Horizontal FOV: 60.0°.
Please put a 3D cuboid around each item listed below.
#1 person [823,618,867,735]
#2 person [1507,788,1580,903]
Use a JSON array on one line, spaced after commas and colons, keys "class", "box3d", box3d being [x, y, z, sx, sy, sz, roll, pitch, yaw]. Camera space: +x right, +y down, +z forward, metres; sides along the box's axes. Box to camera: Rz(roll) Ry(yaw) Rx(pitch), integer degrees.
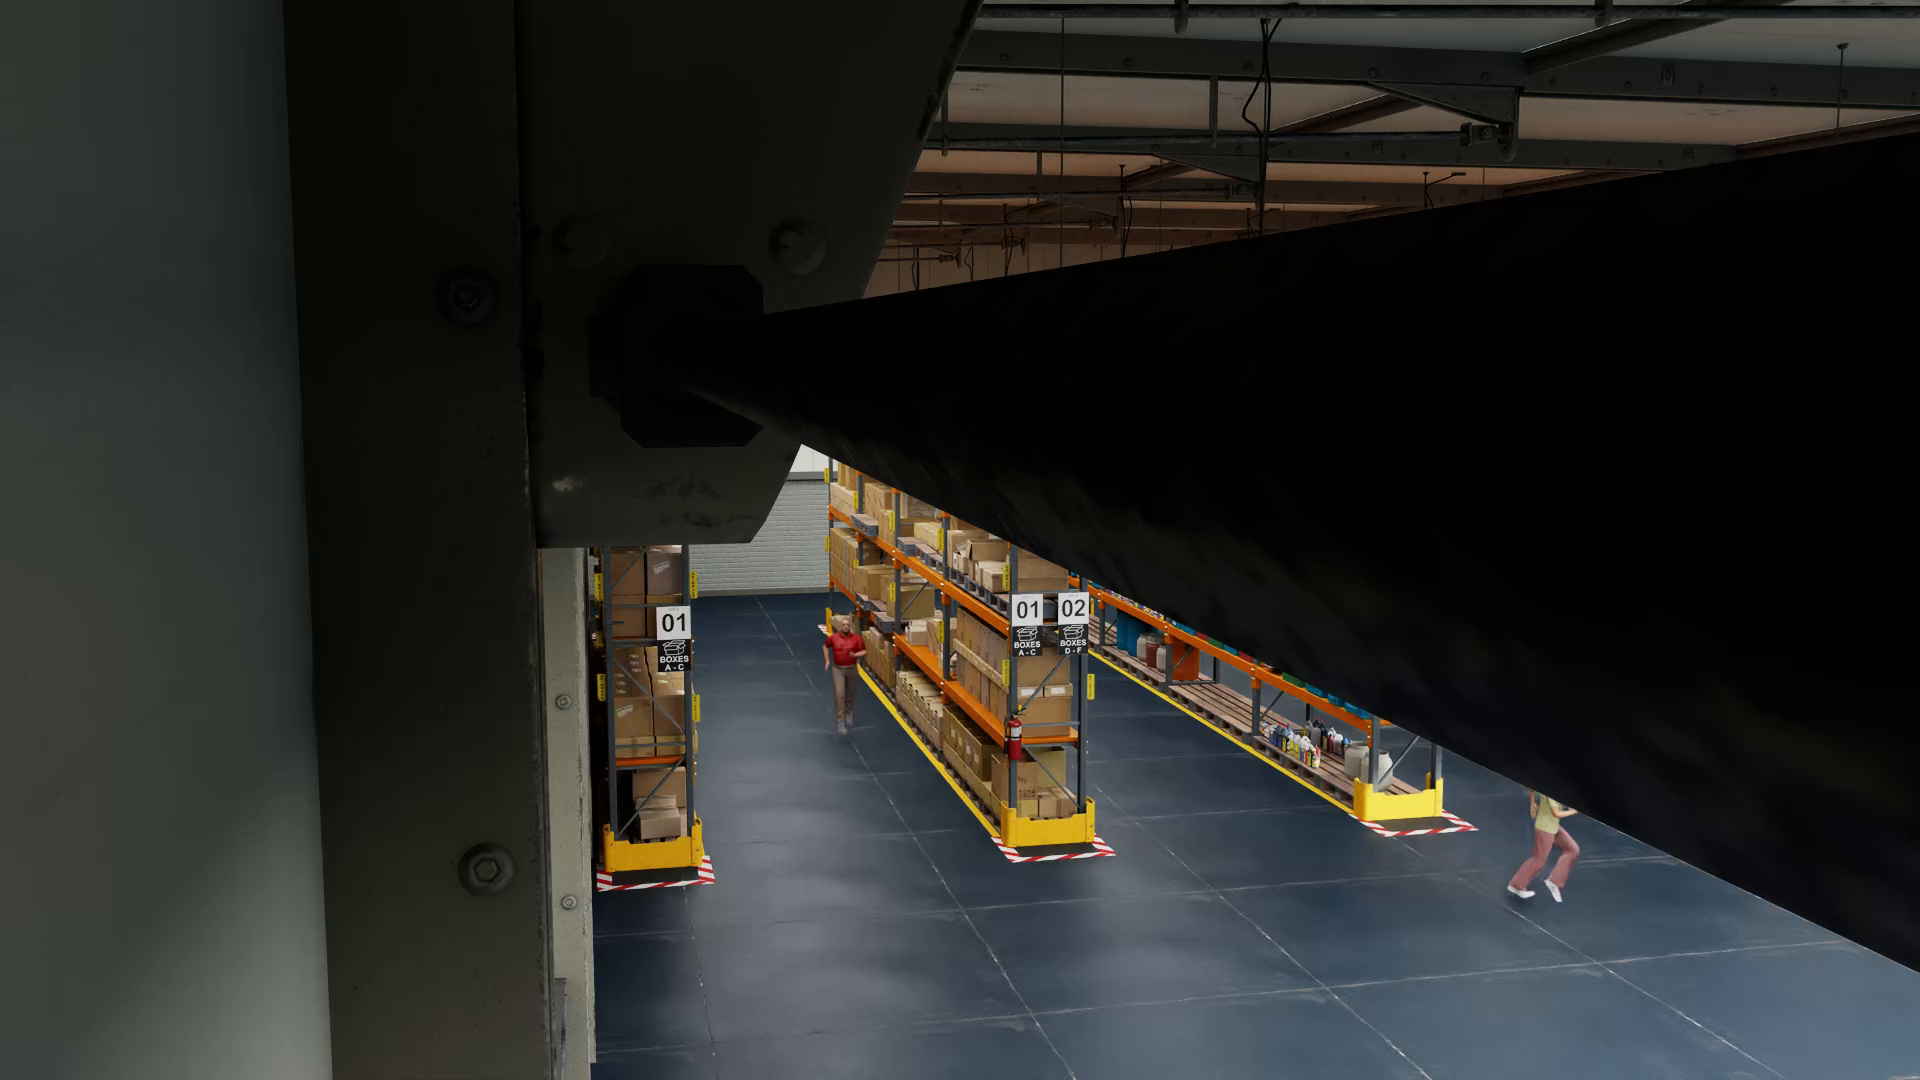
[{"class": "person", "box3d": [-1.791, 2.096, 26.083, 0.653, 1.758, 0.875, -1, 7, -11]}, {"class": "person", "box3d": [6.615, 3.280, 18.767, 0.784, 1.656, 0.604, 2, 7, 18]}]
